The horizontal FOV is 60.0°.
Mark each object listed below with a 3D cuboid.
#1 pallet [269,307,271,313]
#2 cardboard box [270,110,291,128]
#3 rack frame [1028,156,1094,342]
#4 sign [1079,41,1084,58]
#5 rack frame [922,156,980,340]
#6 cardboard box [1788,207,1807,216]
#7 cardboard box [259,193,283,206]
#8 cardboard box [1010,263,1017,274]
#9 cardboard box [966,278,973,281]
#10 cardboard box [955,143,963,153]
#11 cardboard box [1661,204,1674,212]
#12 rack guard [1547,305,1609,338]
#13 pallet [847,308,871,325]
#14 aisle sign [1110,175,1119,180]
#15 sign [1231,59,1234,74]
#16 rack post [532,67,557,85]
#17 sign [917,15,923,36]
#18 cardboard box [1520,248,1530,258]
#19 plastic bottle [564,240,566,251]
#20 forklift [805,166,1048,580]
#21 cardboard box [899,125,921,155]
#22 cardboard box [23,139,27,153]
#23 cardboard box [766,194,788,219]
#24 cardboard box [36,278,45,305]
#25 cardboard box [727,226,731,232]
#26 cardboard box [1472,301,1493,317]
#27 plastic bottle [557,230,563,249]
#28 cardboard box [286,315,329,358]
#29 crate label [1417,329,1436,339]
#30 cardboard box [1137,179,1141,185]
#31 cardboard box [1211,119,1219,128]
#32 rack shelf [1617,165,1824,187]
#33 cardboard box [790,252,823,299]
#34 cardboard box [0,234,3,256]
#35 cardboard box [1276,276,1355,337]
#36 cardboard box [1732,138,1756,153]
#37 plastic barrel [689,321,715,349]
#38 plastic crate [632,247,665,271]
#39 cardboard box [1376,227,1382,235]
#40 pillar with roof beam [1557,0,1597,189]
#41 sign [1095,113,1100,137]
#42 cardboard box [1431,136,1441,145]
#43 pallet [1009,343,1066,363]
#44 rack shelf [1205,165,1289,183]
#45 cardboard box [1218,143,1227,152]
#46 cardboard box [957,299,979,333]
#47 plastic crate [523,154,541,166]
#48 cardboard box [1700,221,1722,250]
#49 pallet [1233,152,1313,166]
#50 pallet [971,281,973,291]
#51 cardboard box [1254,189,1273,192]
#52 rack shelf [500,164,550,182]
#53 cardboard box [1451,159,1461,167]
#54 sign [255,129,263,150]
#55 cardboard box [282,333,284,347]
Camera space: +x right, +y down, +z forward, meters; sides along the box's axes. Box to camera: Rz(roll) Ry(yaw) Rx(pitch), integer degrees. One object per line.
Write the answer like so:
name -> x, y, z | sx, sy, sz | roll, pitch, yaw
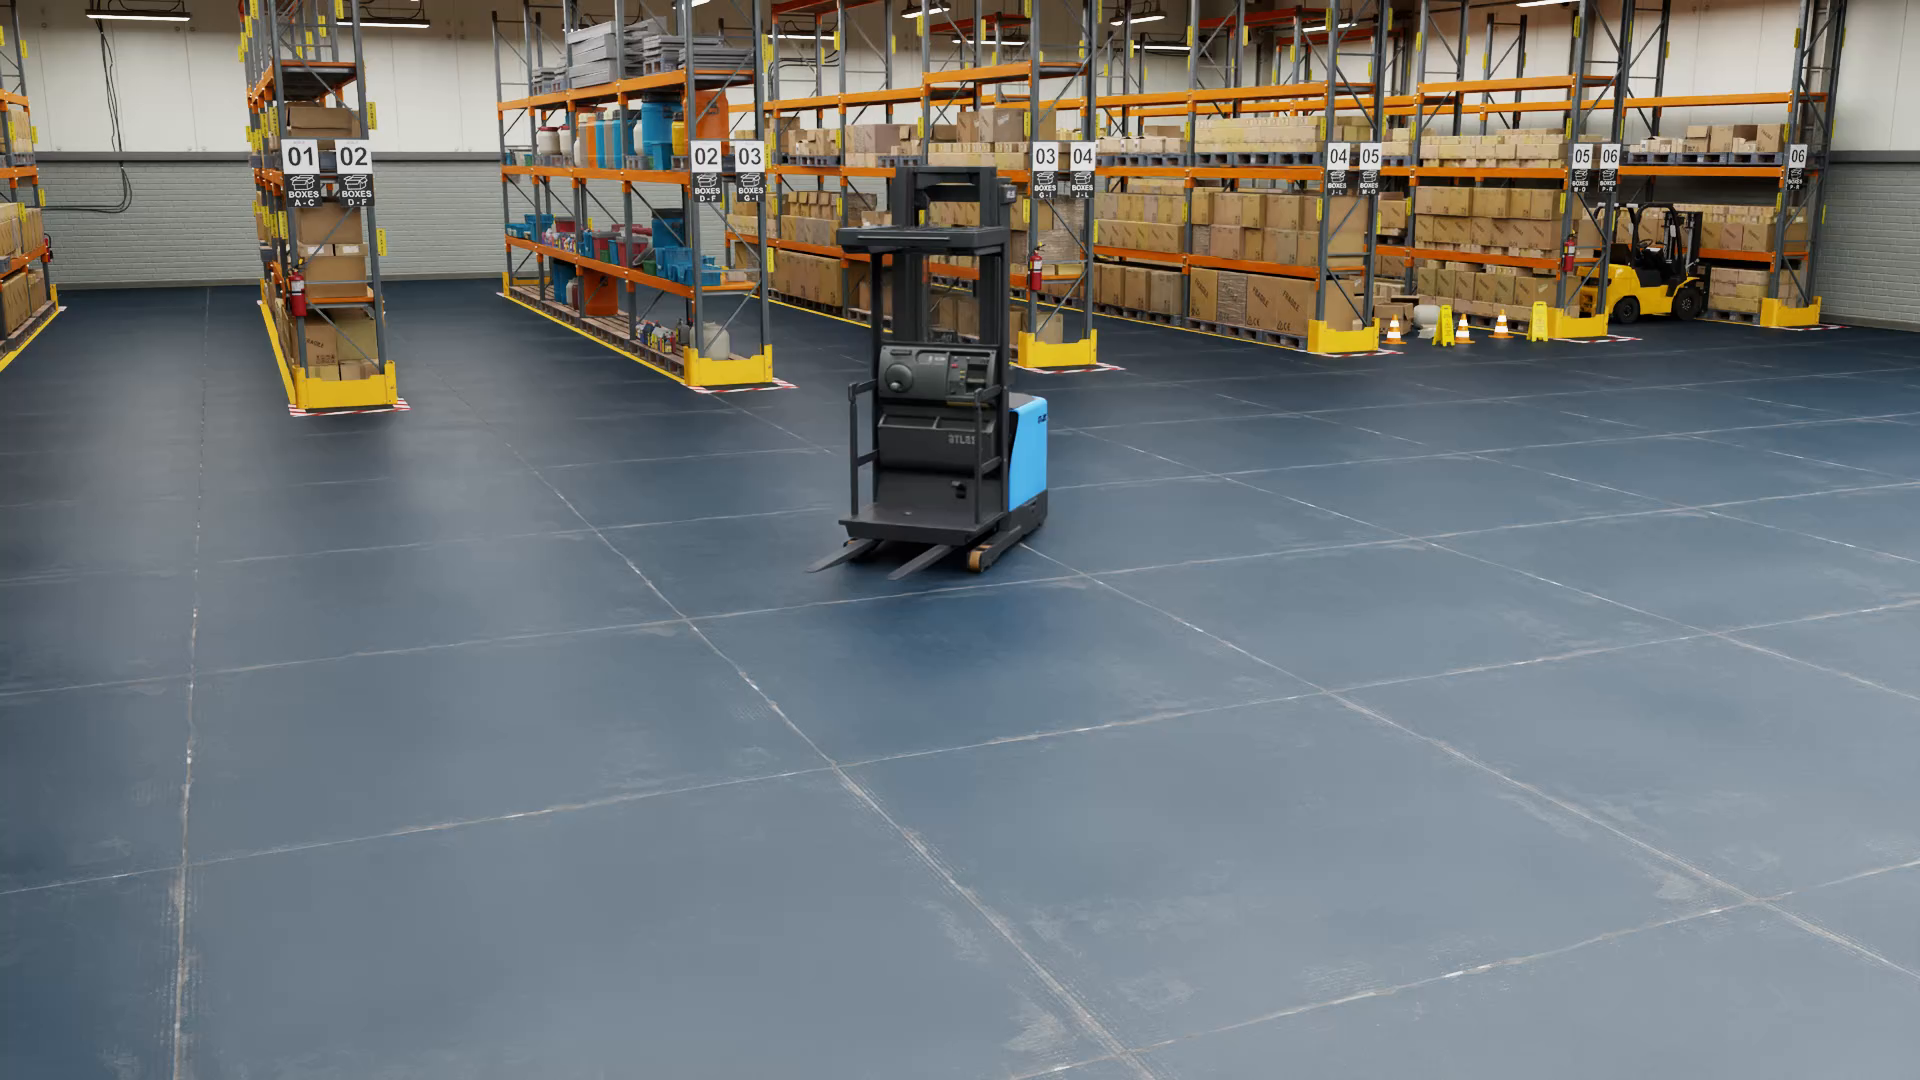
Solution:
pallet -> -13.184, -4.660, 33.039 | 1.003, 0.211, 1.213 | -6, 14, -23
cardboard box -> -8.669, -5.405, 21.947 | 0.797, 0.503, 0.637 | -4, 14, -17
rack frame -> 1.468, -4.040, 24.171 | 1.000, 3.000, 0.127 | -6, 14, -23
sign -> 2.355, -9.485, 32.147 | 0.100, 0.325, 0.005 | -6, 14, -23
rack frame -> -0.134, -4.866, 27.742 | 1.000, 3.000, 0.127 | -6, 14, -23
cardboard box -> 15.156, -5.982, 30.244 | 0.380, 0.149, 0.250 | -6, 14, -24
cardboard box -> -13.065, -6.347, 31.703 | 0.500, 0.500, 0.500 | -6, 14, -24
cardboard box -> 0.918, -4.056, 24.800 | 0.380, 0.149, 0.250 | -6, 14, -23
cardboard box -> 0.362, -6.026, 38.144 | 0.380, 0.149, 0.250 | -6, 14, -23
cardboard box -> 0.136, -6.137, 26.030 | 0.380, 0.149, 0.250 | -6, 14, -24
cardboard box -> 13.784, -6.416, 32.118 | 0.380, 0.149, 0.250 | -6, 14, -24
rack guard -> 10.518, -3.733, 28.388 | 1.175, 0.500, 0.348 | -6, 14, -23
pallet -> -1.425, -4.172, 30.929 | 1.003, 0.211, 1.213 | -6, 14, -23
aisle sign -> 3.844, -9.495, 41.979 | 0.394, 0.787, 0.004 | -6, 14, -23
sign -> 6.234, -10.882, 38.182 | 0.100, 0.325, 0.005 | -6, 14, -23
rack post -> -7.568, -8.780, 31.518 | 0.937, 0.300, 0.954 | -6, 14, -24
sign -> -0.641, -8.270, 26.720 | 0.100, 0.325, 0.005 | -6, 14, -23
cardboard box -> 9.916, -4.967, 28.737 | 0.380, 0.149, 0.250 | -6, 14, -24
plastic bottle -> -7.223, -5.407, 30.521 | 0.097, 0.201, 0.097 | 0, 13, 0
forklift -> -0.244, -1.290, 12.445 | 1.130, 2.935, 3.031 | 5, 14, 19
cardboard box -> -0.610, -6.883, 28.644 | 0.797, 0.503, 0.637 | -5, 14, -21
cardboard box -> -17.598, -7.303, 30.798 | 0.500, 0.250, 0.500 | -6, 14, -25
cardboard box -> -3.965, -7.131, 35.537 | 0.500, 0.500, 0.500 | -5, 14, -22
cardboard box -> -17.984, -4.751, 31.857 | 0.700, 0.500, 0.500 | -6, 14, -23
cardboard box -> -5.101, -7.120, 38.036 | 0.380, 0.149, 0.250 | -5, 14, -22
cardboard box -> 9.563, -4.158, 29.848 | 0.500, 0.250, 0.500 | -6, 14, -25
plastic bottle -> -7.439, -5.605, 31.042 | 0.144, 0.351, 0.185 | -6, 14, -23
cardboard box -> -8.512, -2.665, 21.736 | 0.500, 0.500, 0.500 | -6, 14, -23
crate label -> 7.941, -3.499, 28.183 | 0.298, 0.136, 0.250 | 9, 16, 35
cardboard box -> 4.534, -8.724, 40.535 | 0.380, 0.149, 0.250 | -5, 14, -22
cardboard box -> 4.490, -7.063, 28.218 | 0.380, 0.149, 0.250 | -6, 14, -23
rack shelf -> 14.294, -6.908, 31.507 | 1.077, 0.370, 4.000 | -6, 14, -23
cardboard box -> -2.706, -5.373, 33.715 | 1.225, 0.875, 0.875 | -6, 14, -25
cardboard box -> -15.312, -4.677, 26.000 | 0.500, 0.500, 0.500 | -5, 14, -21
cardboard box -> 5.721, -3.770, 26.788 | 0.875, 0.875, 0.875 | -6, 14, -23
cardboard box -> 14.383, -7.229, 30.445 | 0.396, 0.266, 0.258 | -6, 14, -23
plastic barrel -> -3.605, -2.817, 23.476 | 0.421, 0.512, 0.421 | 0, 13, 0
plastic crate -> -4.579, -4.269, 25.299 | 0.767, 0.338, 0.504 | -6, 14, -23
cardboard box -> 8.261, -6.031, 32.400 | 0.380, 0.149, 0.250 | -6, 14, -24
pillar with roof beam -> 9.294, -9.383, 33.952 | 9.100, 9.000, 0.548 | -6, 14, -23
sign -> 1.965, -5.976, 23.946 | 0.100, 0.325, 0.005 | -6, 14, -23
cardboard box -> 8.904, -7.343, 30.580 | 0.380, 0.149, 0.250 | -5, 14, -21
pallet -> 1.144, -2.868, 25.292 | 1.003, 0.211, 1.213 | -6, 14, -23
rack shelf -> 6.542, -8.112, 36.708 | 1.077, 0.370, 4.000 | -6, 14, -23
cardboard box -> 4.589, -6.623, 28.084 | 0.380, 0.149, 0.250 | -6, 14, -24
cardboard box -> 0.226, -3.649, 27.095 | 0.500, 0.500, 0.500 | -1, 13, -5
plastic crate -> -8.534, -7.610, 33.319 | 0.416, 0.233, 0.300 | -6, 14, -23
cardboard box -> 14.252, -5.724, 31.229 | 0.500, 0.500, 0.500 | -6, 14, -24
pallet -> 5.254, -6.290, 27.437 | 1.003, 0.211, 1.213 | -6, 14, -23
pallet -> 0.945, -5.723, 37.629 | 1.003, 0.211, 1.213 | -6, 14, -23
cardboard box -> 6.684, -7.312, 35.870 | 0.500, 0.500, 0.500 | -5, 14, -22
rack shelf -> -8.678, -7.595, 34.478 | 1.077, 0.370, 4.000 | -6, 14, -23
cardboard box -> 9.164, -6.858, 30.253 | 0.380, 0.149, 0.250 | -5, 14, -21
sign -> -11.313, -6.463, 26.843 | 0.100, 0.325, 0.005 | -6, 14, -23
cardboard box -> -9.845, -3.001, 24.851 | 0.500, 0.250, 0.500 | -6, 14, -24
